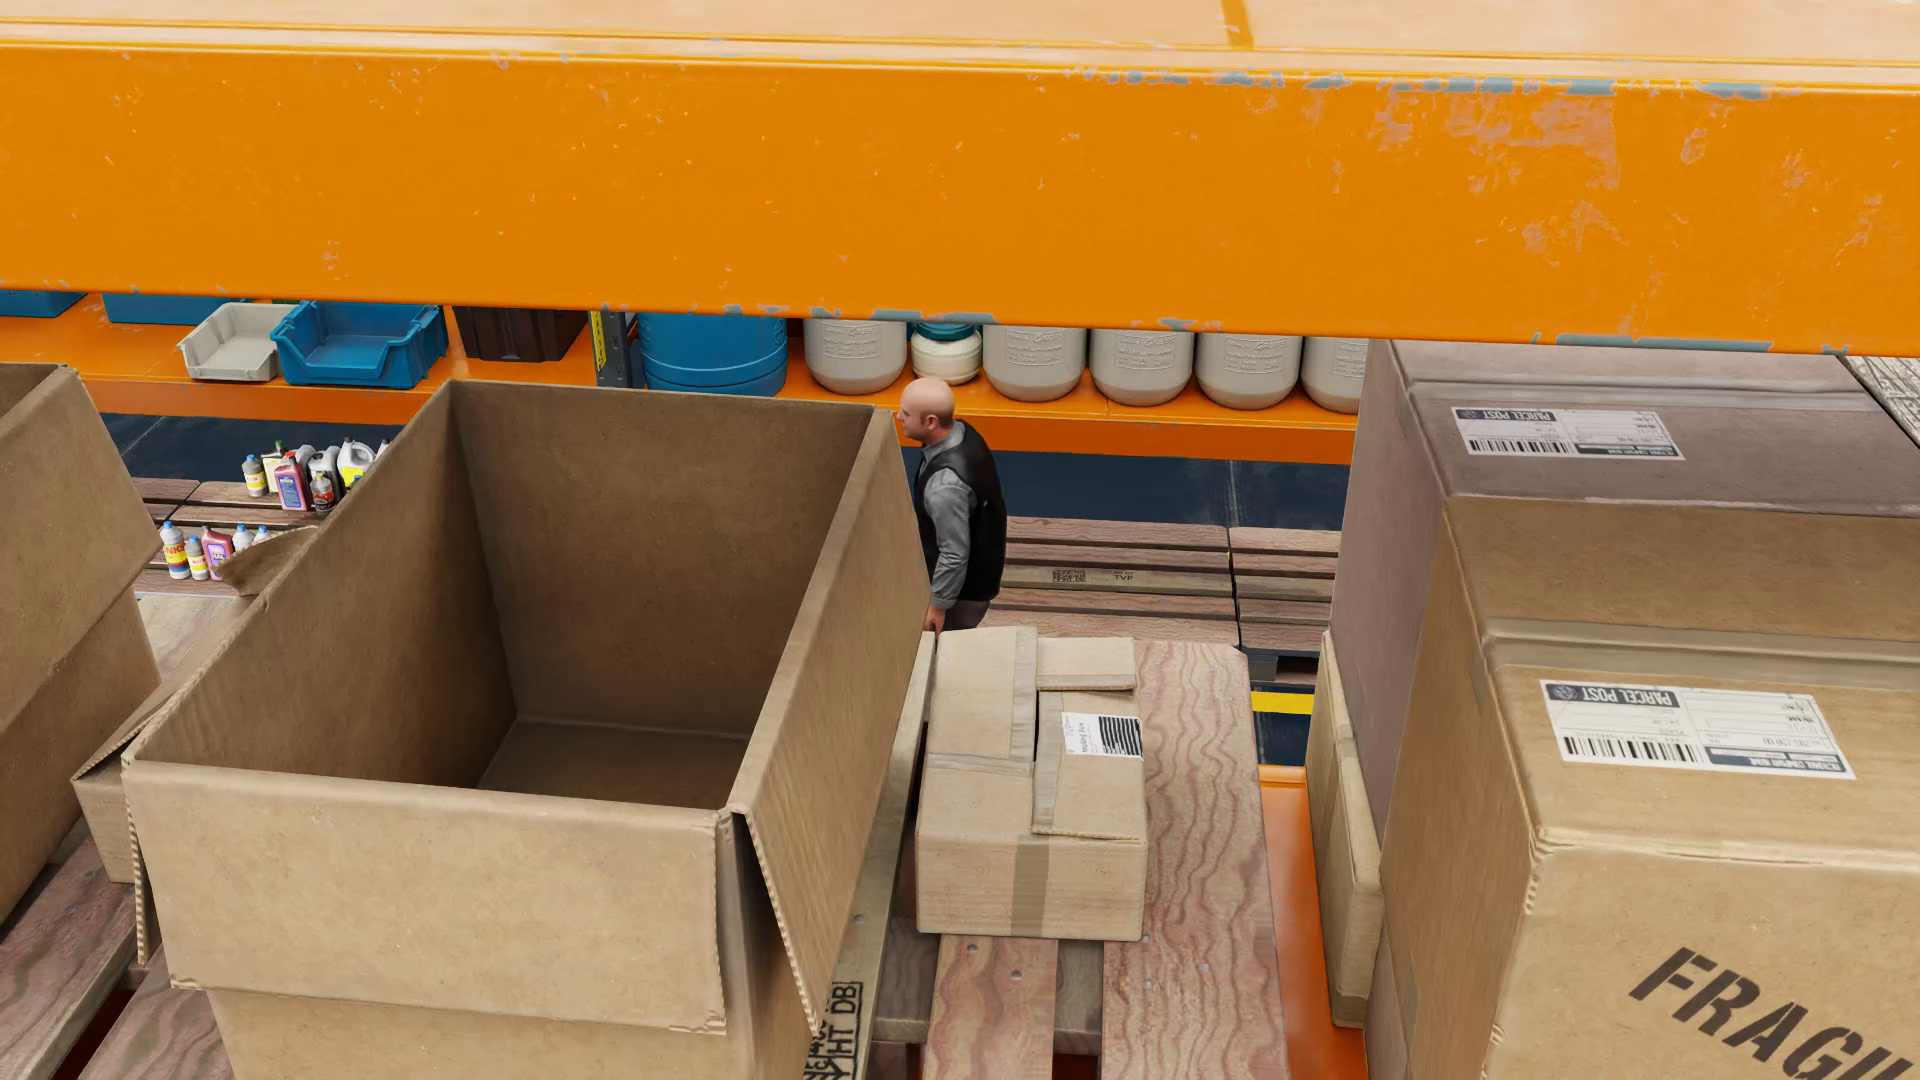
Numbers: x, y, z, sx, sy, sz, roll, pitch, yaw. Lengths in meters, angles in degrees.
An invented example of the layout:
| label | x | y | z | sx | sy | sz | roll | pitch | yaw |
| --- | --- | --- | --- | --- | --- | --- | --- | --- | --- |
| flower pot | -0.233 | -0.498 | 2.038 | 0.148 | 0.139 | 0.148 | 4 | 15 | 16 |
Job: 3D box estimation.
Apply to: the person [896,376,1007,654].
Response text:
| label | x | y | z | sx | sy | sz | roll | pitch | yaw |
| --- | --- | --- | --- | --- | --- | --- | --- | --- | --- |
| person | -0.027 | 0.147 | 6.421 | 0.411 | 1.721 | 0.588 | 2 | 32 | 3 |
